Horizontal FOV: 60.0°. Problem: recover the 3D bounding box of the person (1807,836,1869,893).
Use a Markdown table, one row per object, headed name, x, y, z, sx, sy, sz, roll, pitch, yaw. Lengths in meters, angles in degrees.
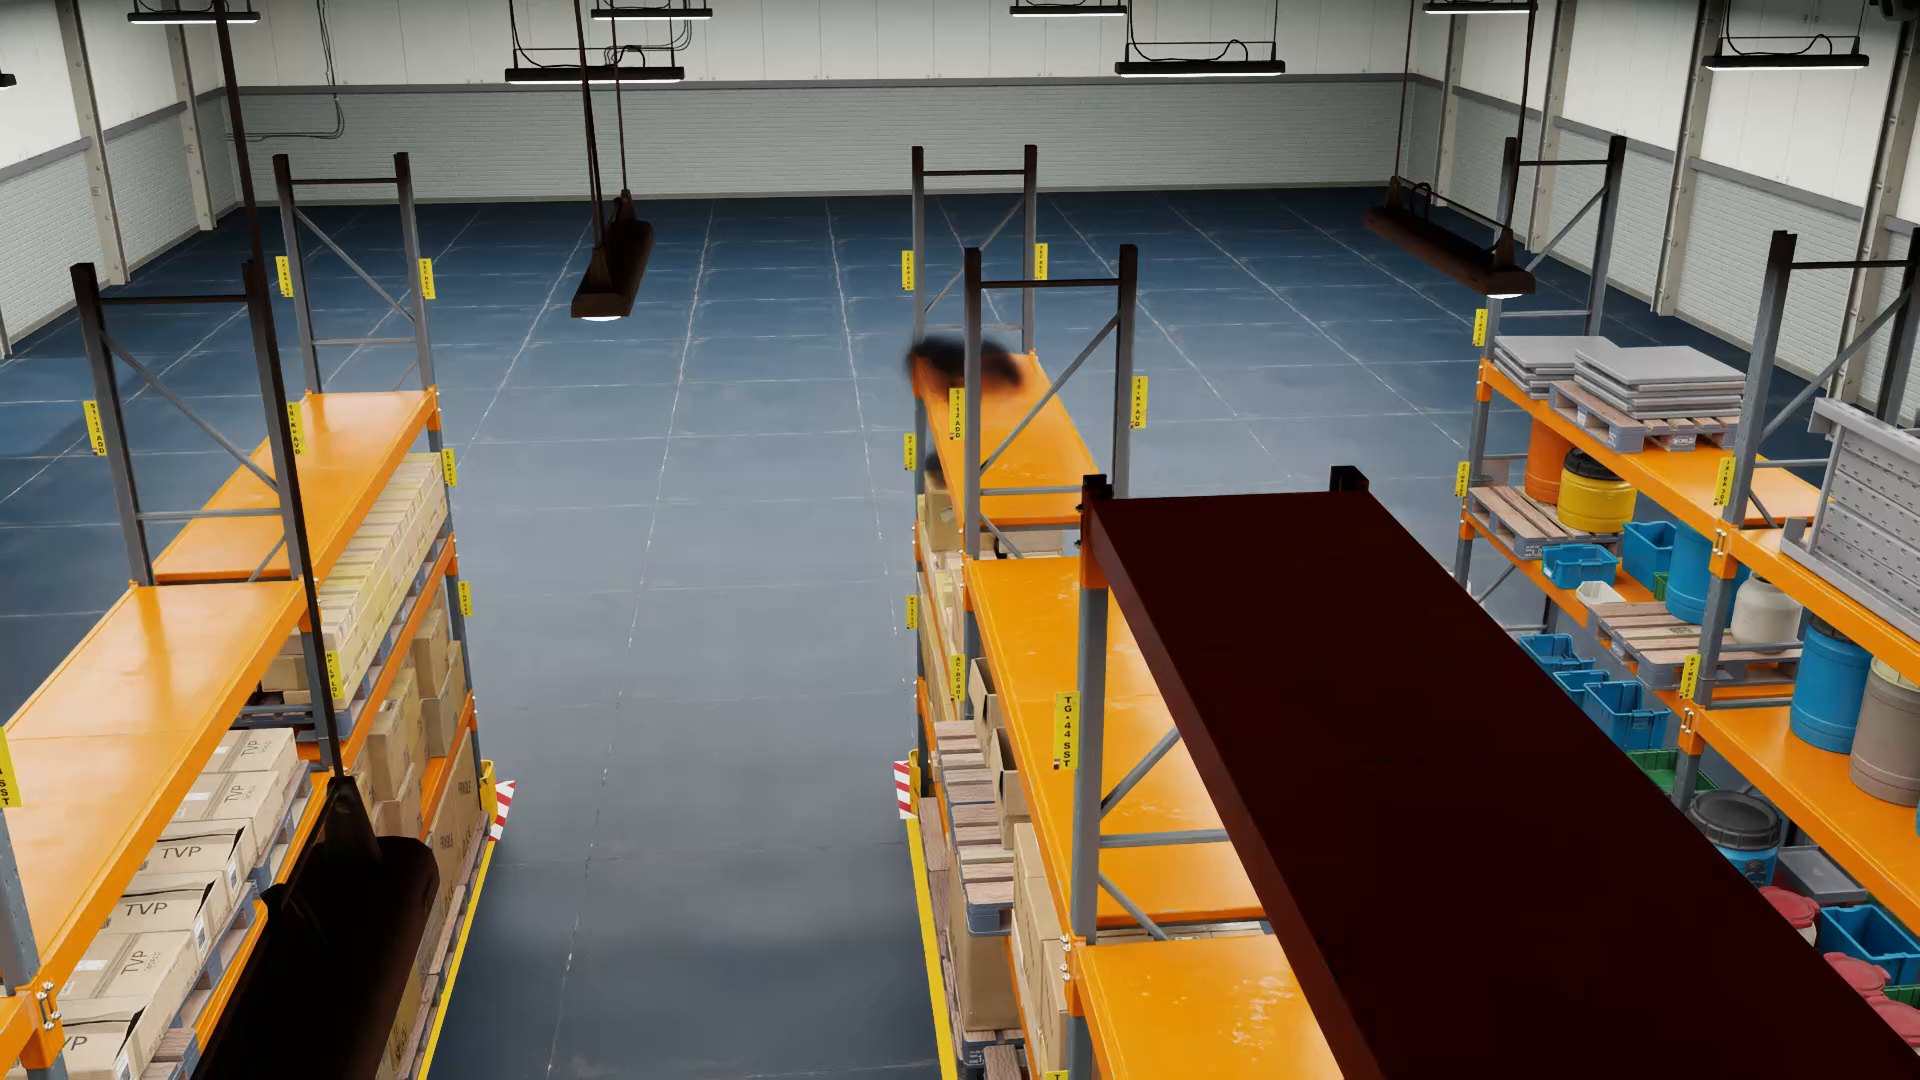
| name | x | y | z | sx | sy | sz | roll | pitch | yaw |
| --- | --- | --- | --- | --- | --- | --- | --- | --- | --- |
| person | 6.881 | 2.618 | 12.907 | 0.679 | 1.588 | 0.951 | -5 | 22 | -12 |
